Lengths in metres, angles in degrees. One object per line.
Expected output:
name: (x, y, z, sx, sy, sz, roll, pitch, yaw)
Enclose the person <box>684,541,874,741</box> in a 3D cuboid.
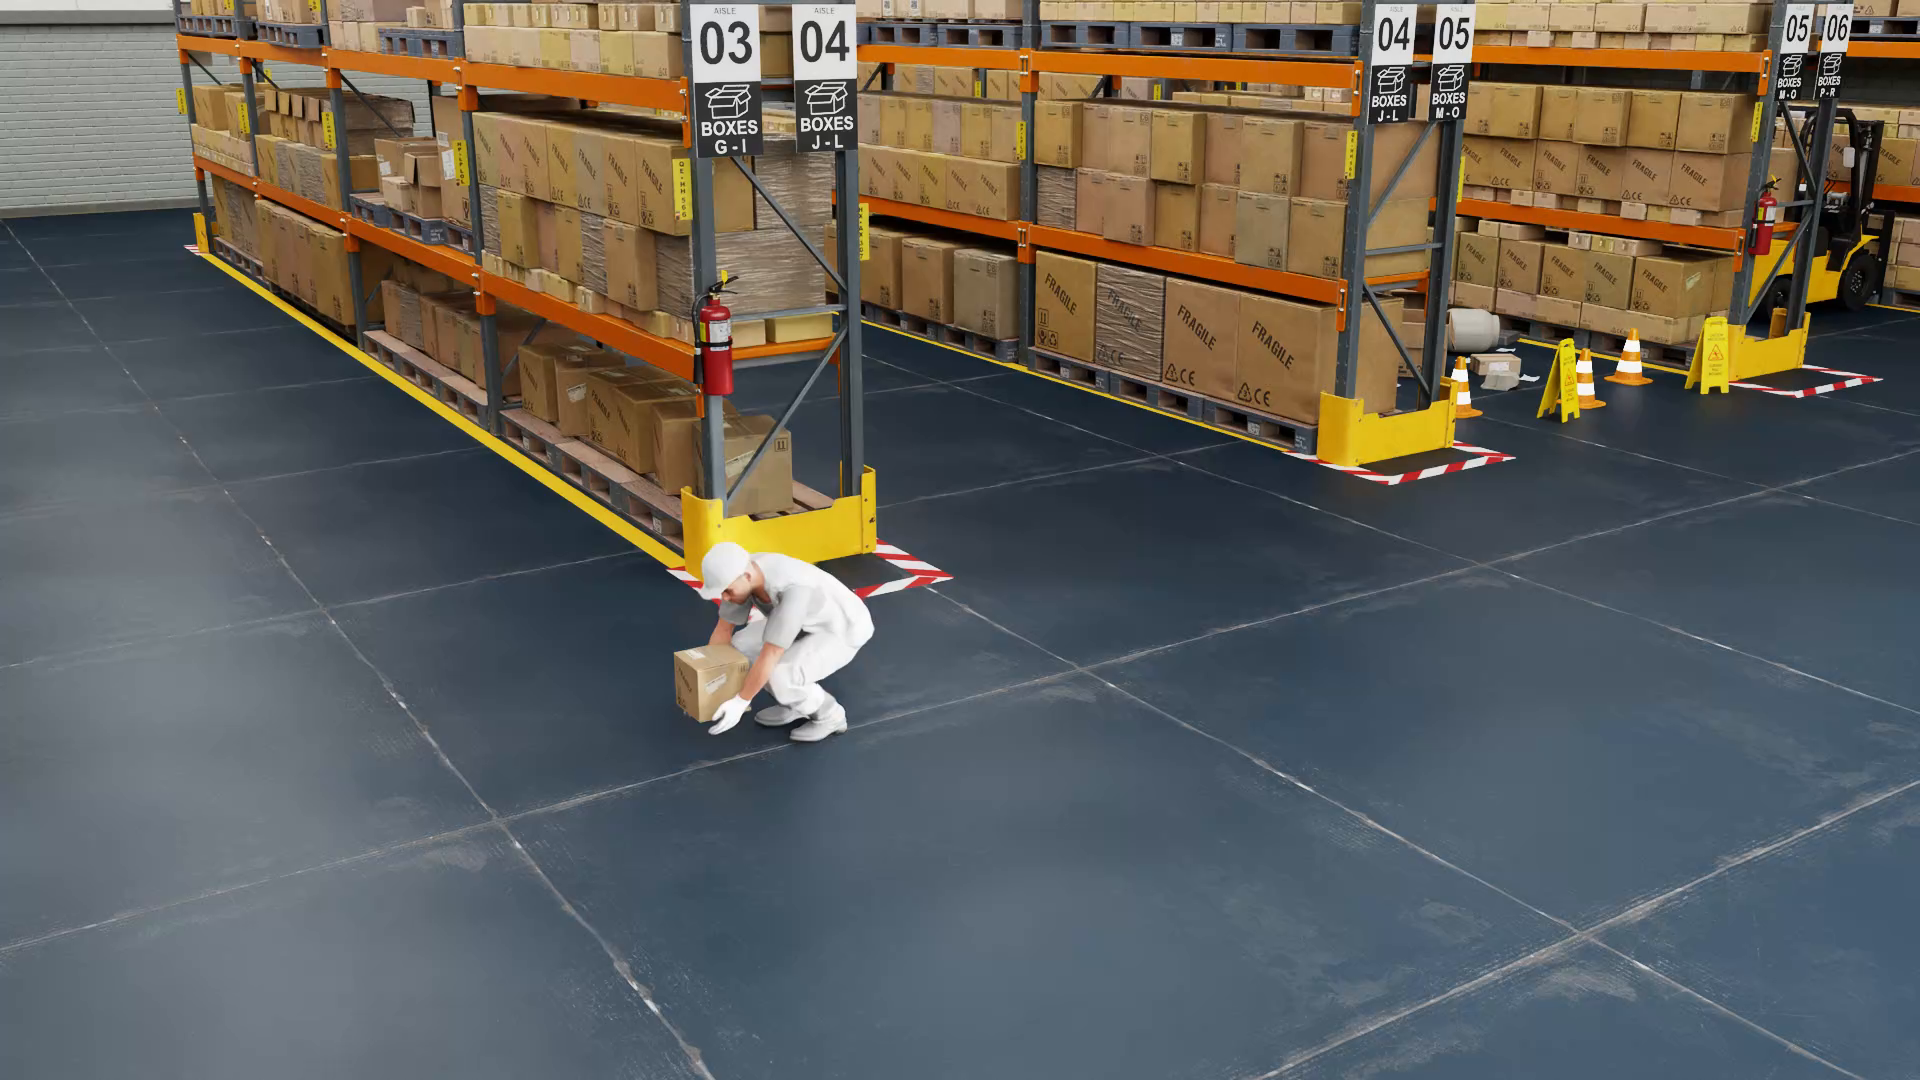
person: (-0.805, 0.425, 7.508, 0.876, 0.991, 0.566, -11, 21, -31)
